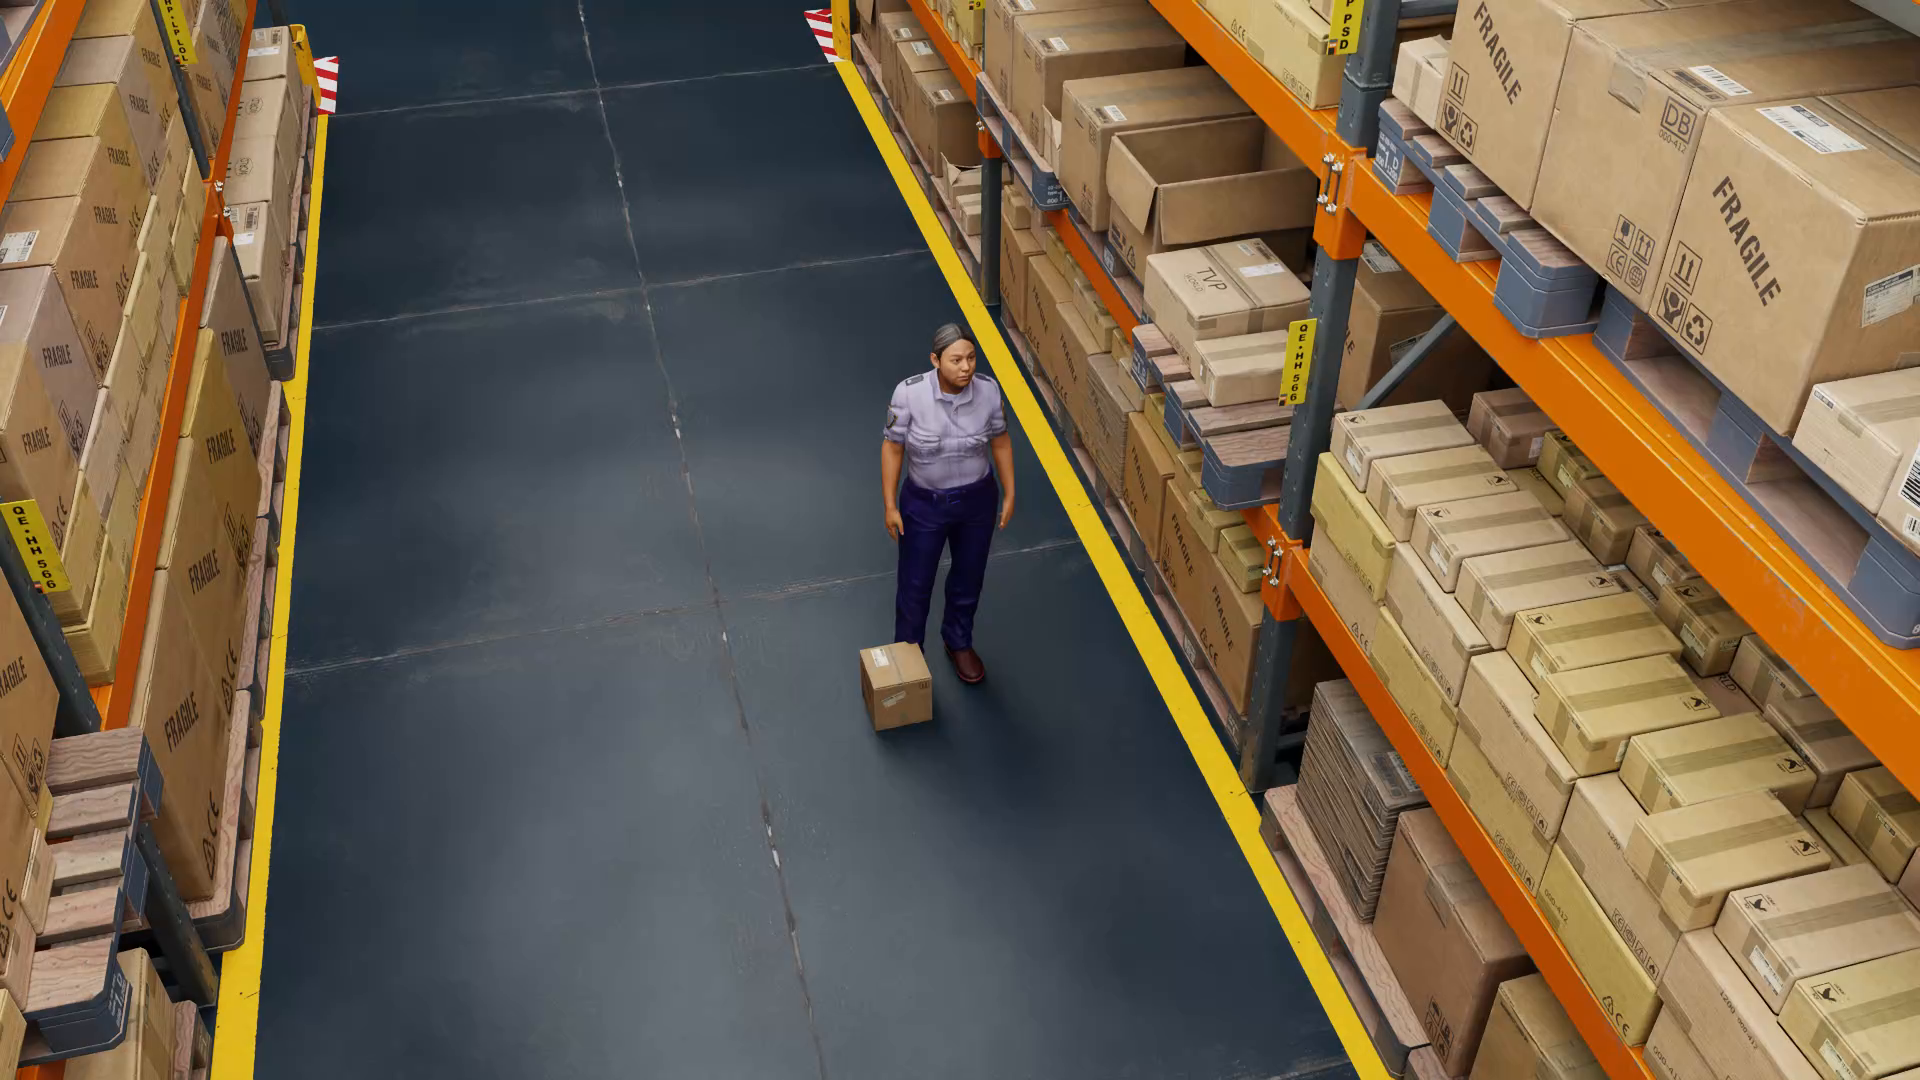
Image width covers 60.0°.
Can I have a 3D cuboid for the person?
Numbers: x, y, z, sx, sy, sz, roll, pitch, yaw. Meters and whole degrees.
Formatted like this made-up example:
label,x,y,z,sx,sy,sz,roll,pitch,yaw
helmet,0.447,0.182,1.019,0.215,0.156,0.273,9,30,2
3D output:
label,x,y,z,sx,sy,sz,roll,pitch,yaw
person,-0.041,-0.089,6.821,0.599,1.651,0.504,-9,39,-12
